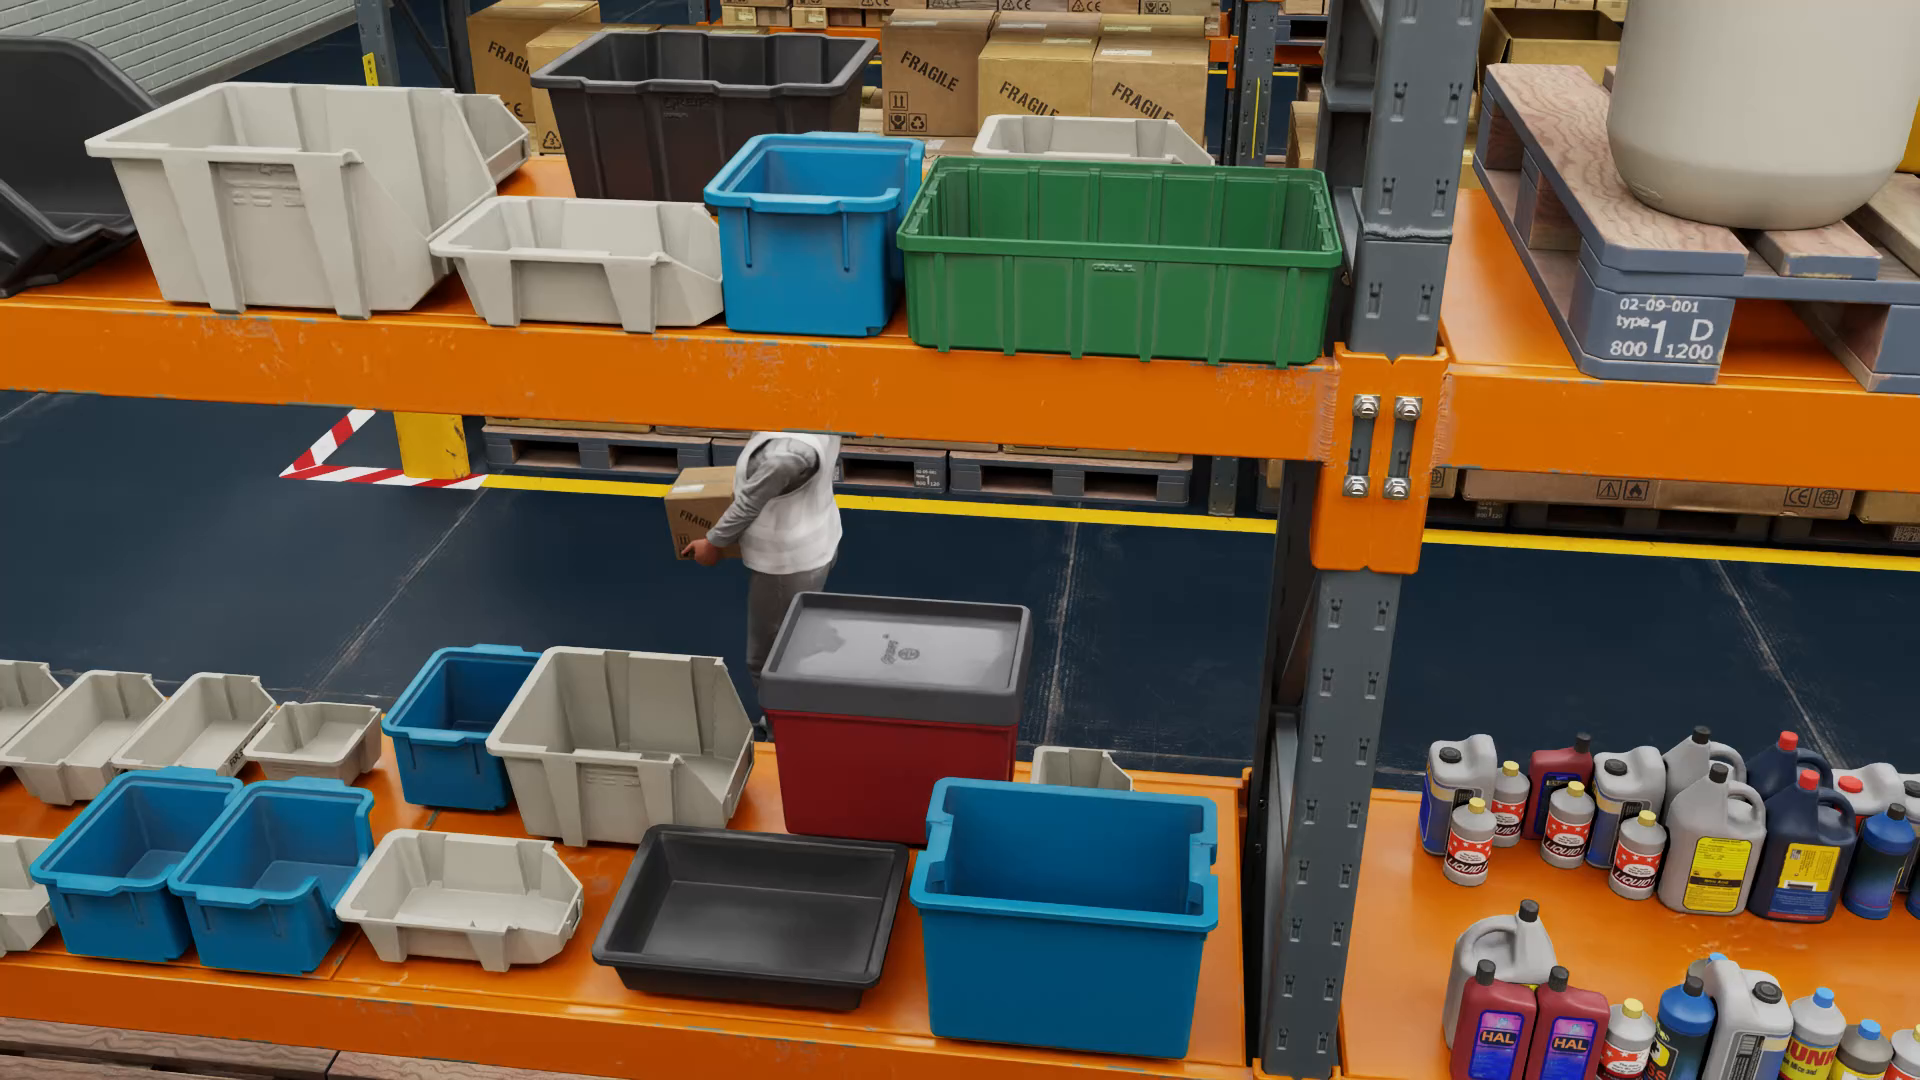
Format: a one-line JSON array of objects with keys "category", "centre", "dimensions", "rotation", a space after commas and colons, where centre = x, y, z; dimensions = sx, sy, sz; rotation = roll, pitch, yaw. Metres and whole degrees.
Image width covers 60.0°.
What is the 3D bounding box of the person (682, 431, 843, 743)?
[{"category": "person", "centre": [-0.703, 0.045, 6.021], "dimensions": [0.554, 1.762, 0.494], "rotation": [4, 28, 7]}]
